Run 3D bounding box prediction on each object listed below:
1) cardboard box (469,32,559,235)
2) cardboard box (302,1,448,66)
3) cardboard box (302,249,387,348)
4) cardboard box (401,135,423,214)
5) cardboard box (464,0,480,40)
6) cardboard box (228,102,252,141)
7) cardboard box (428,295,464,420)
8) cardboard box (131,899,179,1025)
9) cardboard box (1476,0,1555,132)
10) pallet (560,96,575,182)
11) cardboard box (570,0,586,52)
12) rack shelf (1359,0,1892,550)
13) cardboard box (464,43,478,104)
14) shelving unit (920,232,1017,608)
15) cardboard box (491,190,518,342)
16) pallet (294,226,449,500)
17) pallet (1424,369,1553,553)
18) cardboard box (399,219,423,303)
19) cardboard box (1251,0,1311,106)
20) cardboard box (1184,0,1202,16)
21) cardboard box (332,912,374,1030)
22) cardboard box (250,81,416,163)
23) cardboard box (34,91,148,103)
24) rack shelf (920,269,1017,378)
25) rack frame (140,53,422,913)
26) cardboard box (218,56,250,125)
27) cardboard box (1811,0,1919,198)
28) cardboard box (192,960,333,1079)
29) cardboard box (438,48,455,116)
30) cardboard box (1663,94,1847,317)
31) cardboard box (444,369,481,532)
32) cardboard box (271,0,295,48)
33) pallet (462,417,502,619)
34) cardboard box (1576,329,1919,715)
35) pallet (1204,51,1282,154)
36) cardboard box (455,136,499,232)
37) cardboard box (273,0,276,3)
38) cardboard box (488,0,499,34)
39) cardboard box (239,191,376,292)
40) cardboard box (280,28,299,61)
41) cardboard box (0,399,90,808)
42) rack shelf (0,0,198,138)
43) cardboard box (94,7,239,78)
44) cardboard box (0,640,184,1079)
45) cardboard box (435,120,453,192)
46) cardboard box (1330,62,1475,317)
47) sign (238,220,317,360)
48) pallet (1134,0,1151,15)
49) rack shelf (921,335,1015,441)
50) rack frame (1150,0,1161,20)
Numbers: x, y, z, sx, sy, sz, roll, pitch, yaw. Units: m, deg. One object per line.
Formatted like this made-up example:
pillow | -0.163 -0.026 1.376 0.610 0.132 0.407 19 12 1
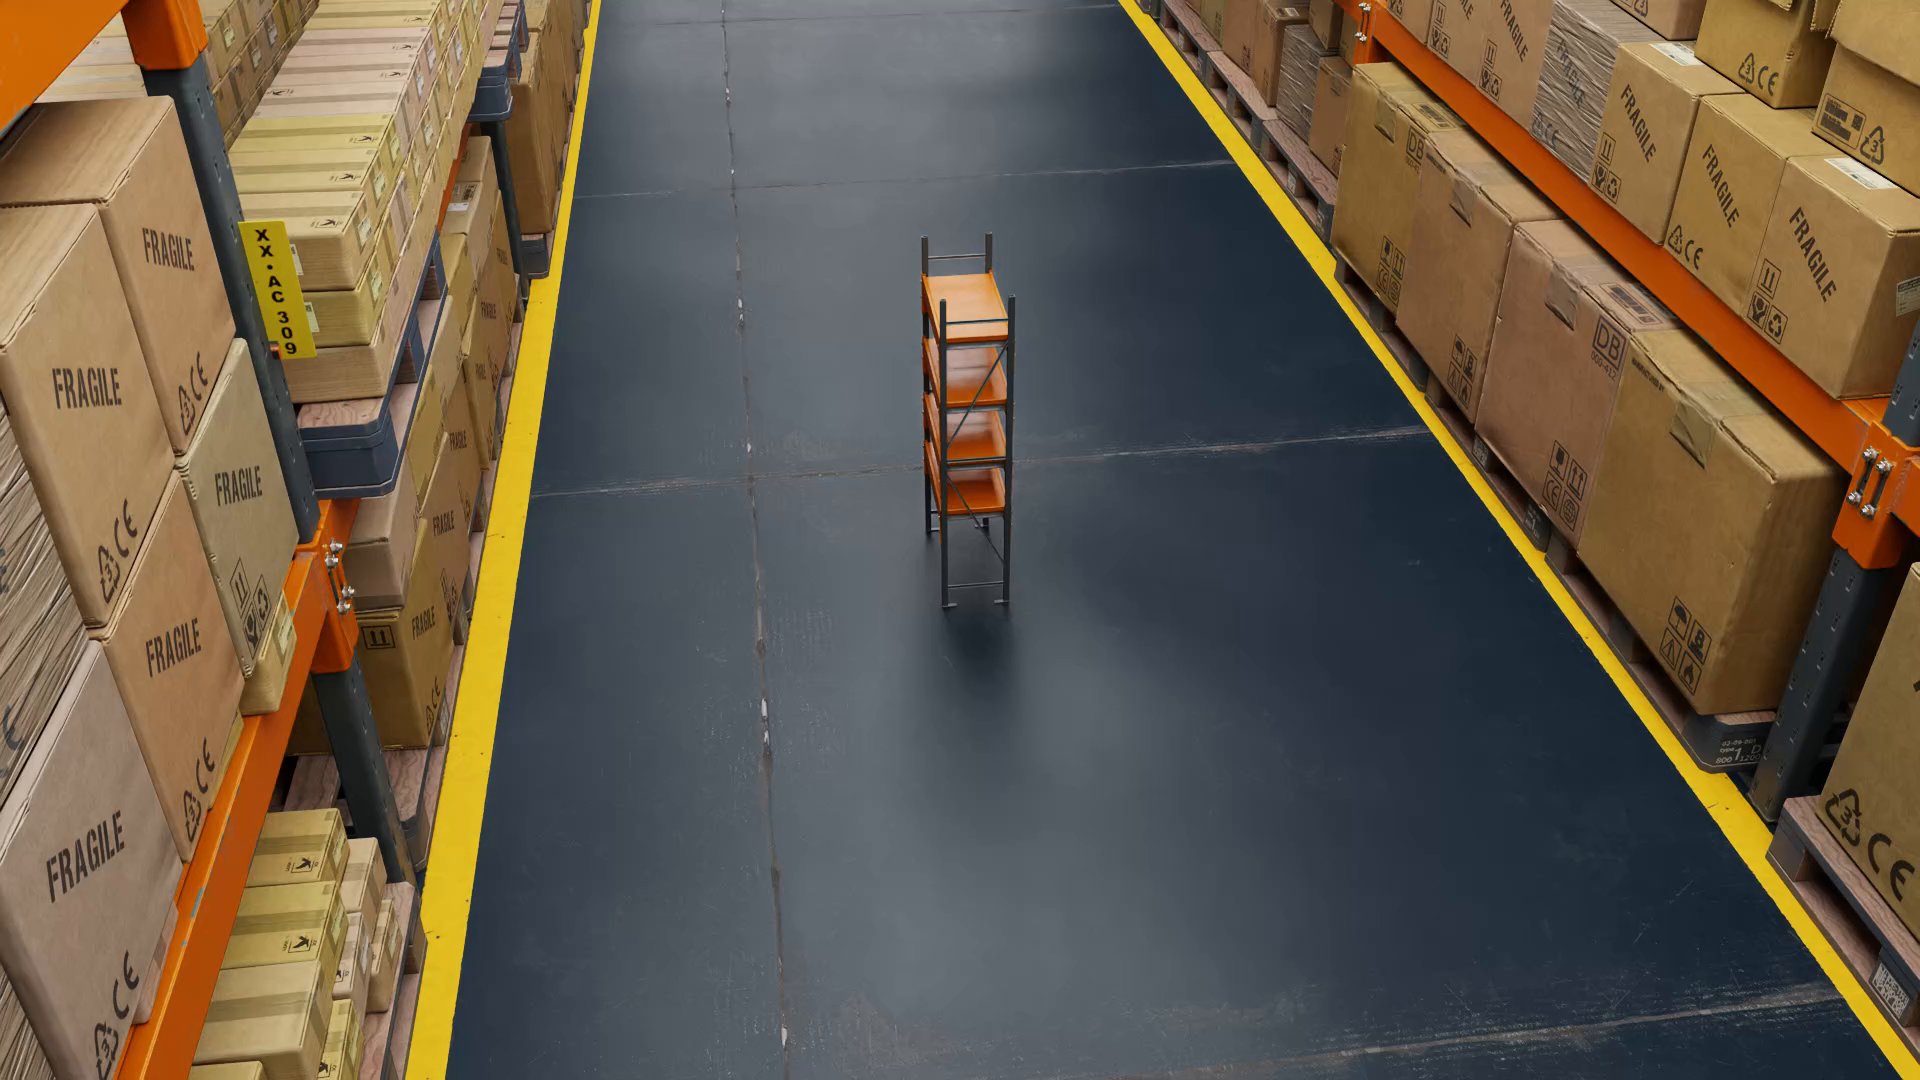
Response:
cardboard box | -2.550 -1.959 8.086 1.050 0.750 0.750 -5 35 -7
cardboard box | -1.831 -1.578 5.224 0.380 0.149 0.250 -3 34 -5
cardboard box | -1.617 -0.584 4.029 0.380 0.149 0.250 -4 34 -6
cardboard box | -1.724 -1.017 4.665 0.380 0.149 0.250 -6 35 -8
cardboard box | -1.931 -1.885 5.938 0.380 0.149 0.250 -4 35 -6
cardboard box | -2.483 -1.288 5.327 0.380 0.149 0.250 -5 35 -8
cardboard box | -1.995 -0.601 5.649 0.500 0.250 0.500 -3 34 -5
cardboard box | -1.553 0.693 2.792 0.380 0.149 0.250 -6 35 -8
cardboard box | 2.311 -1.864 6.233 0.500 0.500 0.500 -5 35 -7
pallet | -2.750 -2.341 9.498 1.003 0.211 1.213 -4 35 -6
cardboard box | -2.923 -3.505 10.354 1.050 0.750 0.750 -5 35 -7
rack shelf | 2.640 -1.274 6.095 1.077 0.370 4.000 -4 35 -6
cardboard box | -1.901 -1.626 5.823 0.380 0.149 0.250 -6 35 -8
shelving unit | 0.022 -0.403 5.777 0.258 1.200 0.503 -4 35 -6
cardboard box | -2.210 -1.162 7.138 0.500 0.500 0.500 -5 35 -7
pallet | -1.978 -0.494 4.482 1.003 0.211 1.213 -4 35 -6
pallet | 2.563 -0.410 6.665 1.003 0.211 1.213 -4 35 -6
cardboard box | -1.690 -0.755 4.544 0.380 0.149 0.250 -4 34 -6
cardboard box | 2.091 -2.833 9.573 0.700 0.500 0.500 -2 34 -2
cardboard box | 1.894 -3.724 10.880 0.700 0.500 0.500 -7 35 -10
cardboard box | -1.613 1.047 3.944 0.380 0.149 0.250 -6 35 -9
cardboard box | -1.723 -1.144 4.587 0.380 0.149 0.250 -5 35 -7
cardboard box | -2.372 -1.102 4.525 0.380 0.149 0.250 -4 35 -7
rack shelf | 0.022 -0.728 5.555 0.258 0.148 0.480 -4 35 -6
rack frame | -2.019 -0.136 3.786 1.000 3.000 0.127 -4 35 -6
cardboard box | -2.477 -1.407 5.237 0.380 0.149 0.250 -3 34 -5
cardboard box | 2.815 -1.267 4.466 0.797 0.503 0.637 -5 35 -8
cardboard box | -1.599 1.079 3.633 0.380 0.149 0.250 -5 35 -7
cardboard box | -1.829 -1.456 5.309 0.380 0.149 0.250 -5 35 -7
cardboard box | 2.516 -1.014 4.985 0.500 0.500 0.500 -3 34 -5
cardboard box | -2.013 -0.296 5.867 0.500 0.500 0.500 -4 34 -6
cardboard box | -2.579 -1.835 5.866 0.380 0.149 0.250 -4 35 -6
pallet | -2.293 -0.101 6.210 1.003 0.211 1.213 -4 35 -6
cardboard box | 2.803 -0.107 5.257 1.225 0.875 0.875 -4 35 -6
pallet | 2.107 -2.651 9.952 1.003 0.211 1.213 -4 35 -6
cardboard box | -2.206 -1.457 6.905 0.500 0.250 0.500 -5 35 -8
cardboard box | -2.585 -1.977 5.809 0.380 0.149 0.250 -6 35 -8
cardboard box | -2.004 -2.059 6.458 0.380 0.149 0.250 -4 35 -7
cardboard box | -1.617 -0.706 3.945 0.380 0.149 0.250 -3 34 -4
cardboard box | -2.587 -1.722 5.964 0.380 0.149 0.250 -3 34 -4
cardboard box | -1.559 0.103 2.195 0.500 0.500 0.500 -4 34 -5
rack shelf | -1.750 0.038 1.506 1.077 0.370 4.000 -4 35 -6
cardboard box | -2.479 -1.539 5.166 0.380 0.149 0.250 -5 35 -7
cardboard box | -1.540 0.516 2.477 0.500 0.500 0.500 -5 35 -7
cardboard box | -1.798 -1.189 5.181 0.380 0.149 0.250 -5 35 -7
cardboard box | 2.443 -1.596 7.443 1.225 0.875 0.875 -6 35 -9
sign | -1.483 -0.539 3.609 0.100 0.325 0.005 -4 35 -6
pallet | 1.708 -4.140 12.137 1.003 0.211 1.213 -4 35 -6
rack shelf | 0.022 -0.533 5.688 0.258 0.148 0.480 -4 35 -6
rack frame | 1.833 -4.920 10.806 1.000 3.000 0.127 -4 35 -6
